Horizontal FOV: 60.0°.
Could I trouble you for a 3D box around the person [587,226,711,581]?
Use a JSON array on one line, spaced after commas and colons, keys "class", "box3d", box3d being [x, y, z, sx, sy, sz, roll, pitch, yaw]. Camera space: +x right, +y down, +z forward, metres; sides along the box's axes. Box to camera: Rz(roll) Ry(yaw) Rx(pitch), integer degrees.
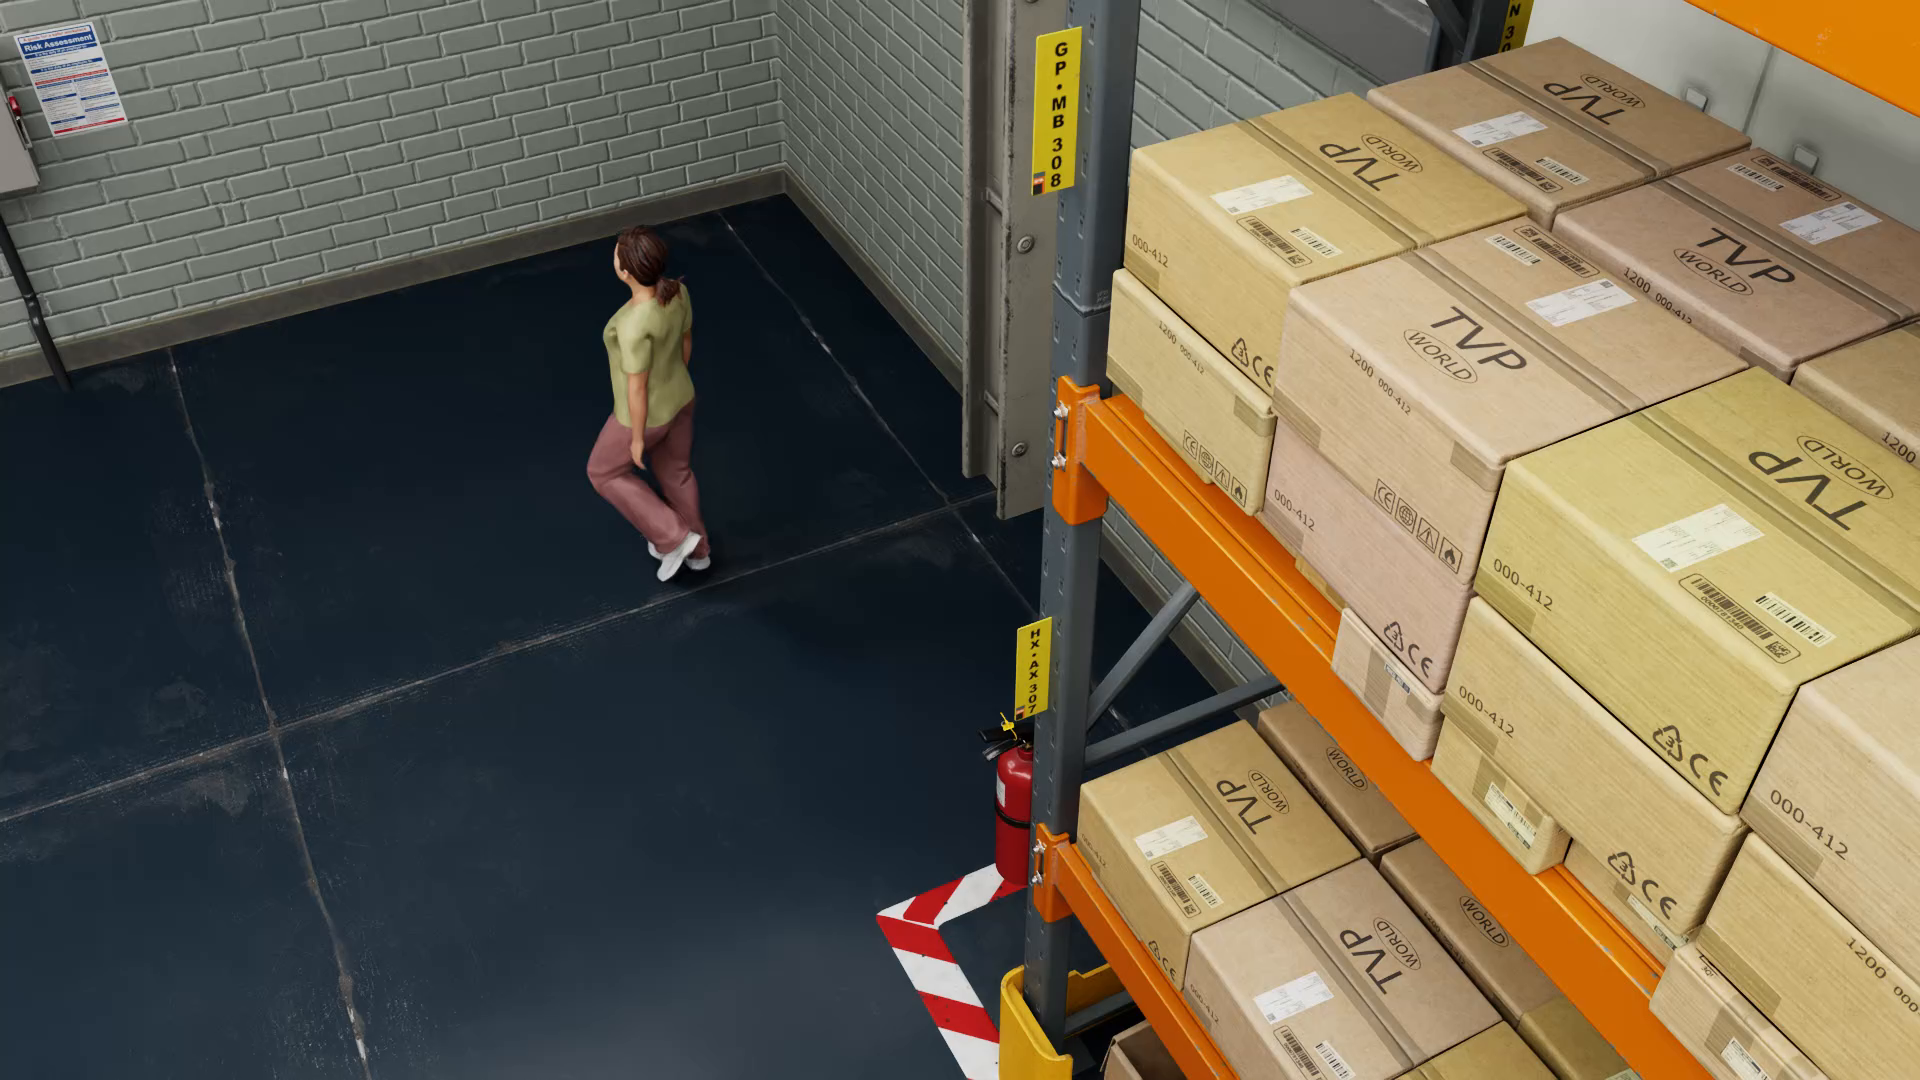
[{"class": "person", "box3d": [-1.265, -0.538, 6.729, 0.465, 1.665, 0.479, 18, 44, 19]}]
